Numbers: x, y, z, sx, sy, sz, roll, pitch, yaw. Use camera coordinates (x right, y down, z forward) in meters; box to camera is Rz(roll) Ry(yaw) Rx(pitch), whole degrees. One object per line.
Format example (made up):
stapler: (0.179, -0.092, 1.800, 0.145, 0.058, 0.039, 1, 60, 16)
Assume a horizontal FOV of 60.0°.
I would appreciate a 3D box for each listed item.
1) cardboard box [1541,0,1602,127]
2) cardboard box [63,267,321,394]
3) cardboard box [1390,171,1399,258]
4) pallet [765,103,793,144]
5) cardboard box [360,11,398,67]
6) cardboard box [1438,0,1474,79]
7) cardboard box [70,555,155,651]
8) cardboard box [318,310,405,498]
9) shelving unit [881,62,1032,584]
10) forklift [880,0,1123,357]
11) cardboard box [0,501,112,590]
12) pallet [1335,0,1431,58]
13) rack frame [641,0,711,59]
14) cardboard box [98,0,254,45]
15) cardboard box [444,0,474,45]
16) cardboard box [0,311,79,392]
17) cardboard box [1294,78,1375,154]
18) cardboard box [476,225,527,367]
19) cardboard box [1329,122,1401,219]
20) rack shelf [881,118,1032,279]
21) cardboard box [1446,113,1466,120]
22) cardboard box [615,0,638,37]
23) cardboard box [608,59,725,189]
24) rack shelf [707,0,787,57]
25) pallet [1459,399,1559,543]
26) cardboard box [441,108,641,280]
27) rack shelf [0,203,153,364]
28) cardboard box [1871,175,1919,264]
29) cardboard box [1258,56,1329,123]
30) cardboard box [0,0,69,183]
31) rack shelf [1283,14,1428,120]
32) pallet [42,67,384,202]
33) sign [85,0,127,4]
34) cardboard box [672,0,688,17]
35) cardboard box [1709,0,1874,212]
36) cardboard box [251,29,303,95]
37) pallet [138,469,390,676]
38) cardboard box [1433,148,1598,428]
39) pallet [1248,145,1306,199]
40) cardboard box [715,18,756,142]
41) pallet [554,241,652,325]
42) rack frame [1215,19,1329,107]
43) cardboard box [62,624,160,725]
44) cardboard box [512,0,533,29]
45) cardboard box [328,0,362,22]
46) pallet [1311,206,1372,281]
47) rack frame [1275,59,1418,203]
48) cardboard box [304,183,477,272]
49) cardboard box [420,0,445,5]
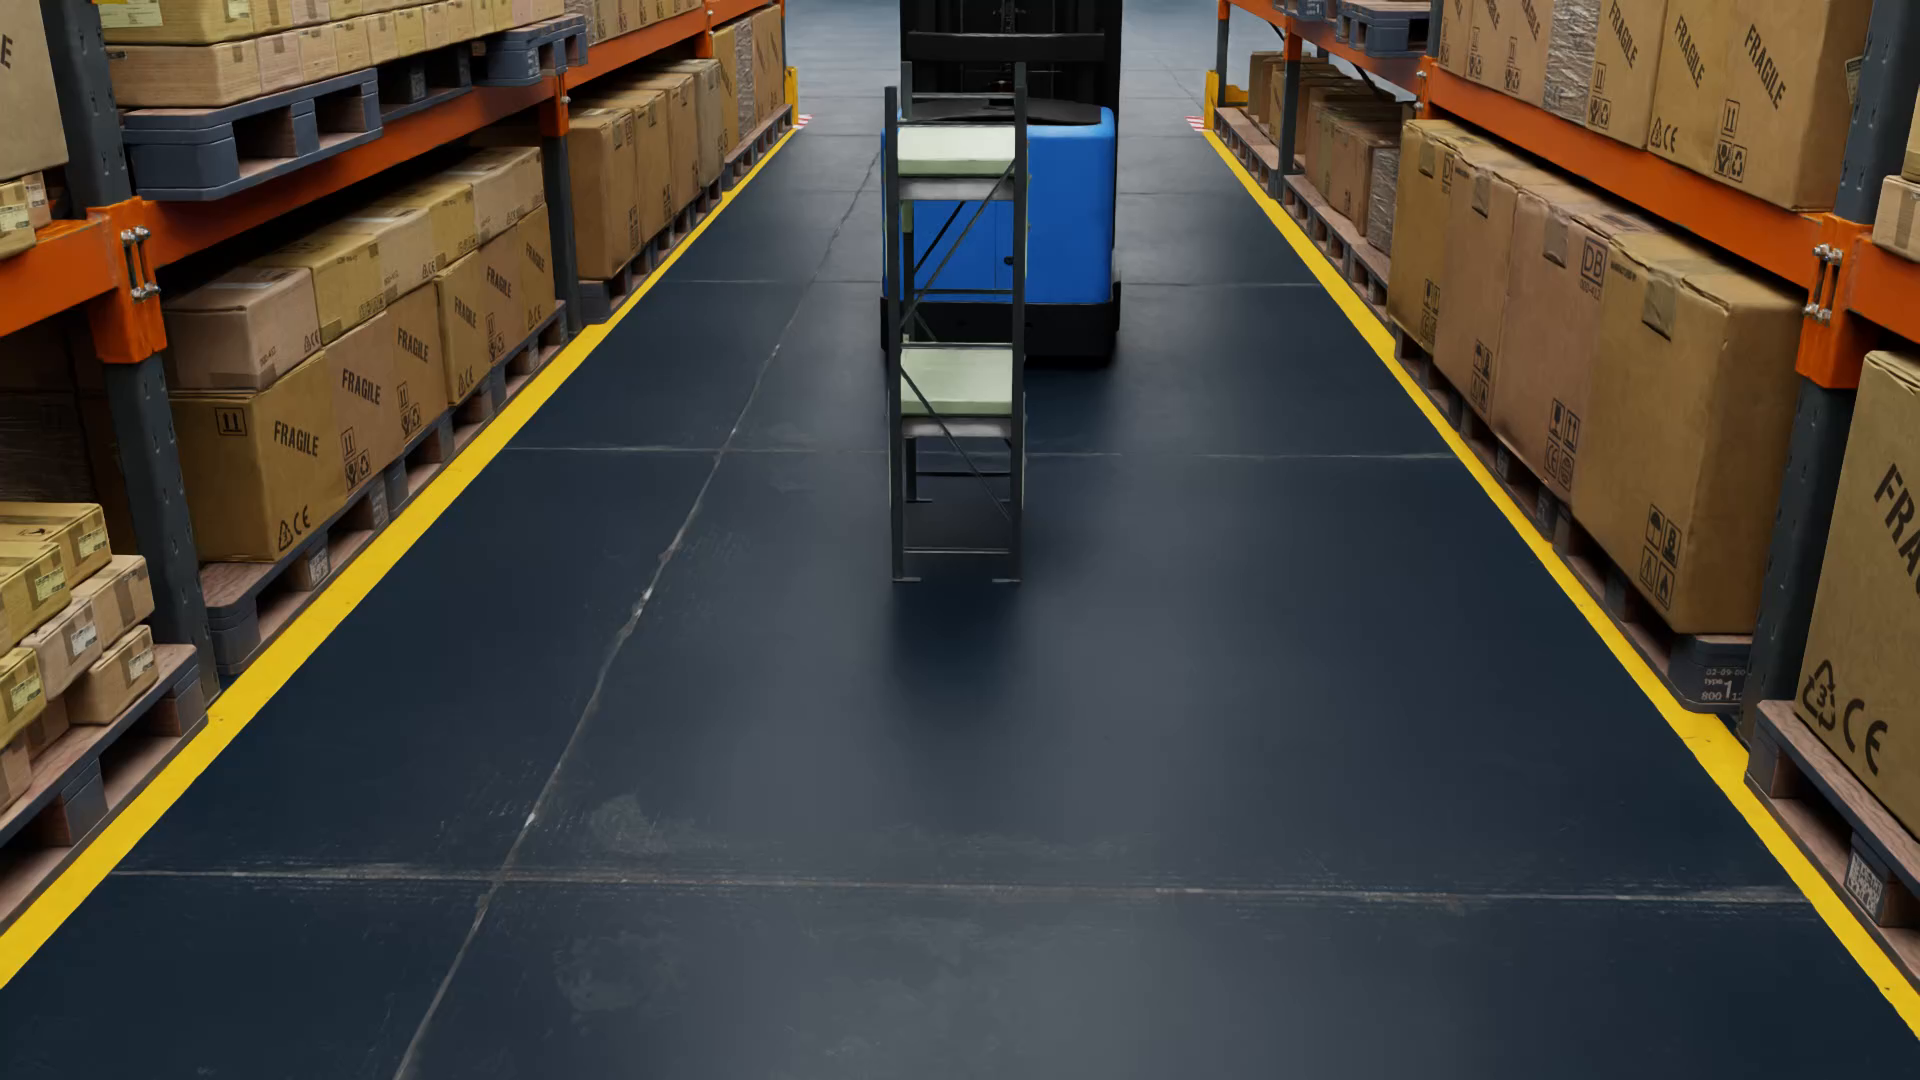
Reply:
cardboard box: (2.268, -1.642, 5.477, 0.500, 0.500, 0.500, 1, 21, 2)
cardboard box: (-2.192, -0.610, 4.793, 0.500, 0.250, 0.500, 0, 21, -1)
cardboard box: (2.598, -1.603, 8.361, 0.700, 0.500, 0.500, 0, 21, -1)
pallet: (-2.060, -3.715, 14.811, 1.003, 0.211, 1.213, 1, 21, 2)
cardboard box: (-1.977, -1.555, 5.157, 0.380, 0.149, 0.250, 0, 21, -1)
cardboard box: (2.311, -2.195, 6.901, 0.500, 0.500, 0.500, 1, 21, 3)
cardboard box: (-2.171, 0.146, 3.955, 0.380, 0.149, 0.250, 1, 21, 3)
cardboard box: (-2.177, -0.452, 5.422, 0.500, 0.500, 0.500, 2, 21, 4)
shelving unit: (0.000, -0.702, 5.264, 0.431, 1.500, 0.755, 1, 21, 2)
forklift: (0.268, -2.676, 8.374, 1.130, 2.935, 3.031, 2, 21, 4)
cardboard box: (-2.229, 0.022, 3.864, 0.380, 0.149, 0.250, 1, 21, 3)
pallet: (2.513, -2.490, 8.066, 1.213, 0.211, 1.003, 1, 21, 2)
rack frame: (-2.235, -3.858, 11.326, 1.000, 3.000, 0.127, 1, 21, 2)
cardboard box: (-2.007, -1.320, 4.141, 0.380, 0.149, 0.250, 1, 21, 2)
cardboard box: (-1.957, -1.844, 5.900, 0.380, 0.149, 0.250, 1, 21, 3)
cardboard box: (-2.709, -0.618, 4.813, 0.500, 0.250, 0.500, 0, 21, 0)
cardboard box: (2.781, -3.149, 12.373, 0.500, 0.500, 0.500, 8, 22, 19)
cardboard box: (-2.135, -1.014, 6.871, 0.500, 0.500, 0.500, 1, 21, 4)
cardboard box: (2.629, -2.211, 9.927, 0.700, 0.500, 0.500, -1, 21, -3)
rack shelf: (0.000, -1.065, 5.123, 0.431, 0.370, 0.720, 1, 21, 2)
cardboard box: (2.588, -1.953, 8.226, 0.500, 0.250, 0.500, 1, 21, 4)
cardboard box: (-2.045, -2.984, 8.935, 0.500, 0.500, 0.500, 1, 21, 2)
cardboard box: (-2.164, -2.780, 11.076, 1.050, 0.750, 0.750, 1, 21, 1)
rack shelf: (-2.175, -4.246, 13.320, 1.077, 0.370, 4.000, 1, 21, 2)
pallet: (2.458, -0.297, 6.002, 1.003, 0.211, 1.213, 1, 21, 2)
cardboard box: (-2.249, -1.778, 8.495, 1.050, 0.750, 0.750, 0, 21, 1)
rack shelf: (-2.540, 0.093, 2.138, 1.077, 0.370, 4.000, 1, 21, 2)
cardboard box: (2.134, -0.654, 3.416, 0.380, 0.149, 0.250, 1, 21, 2)
cardboard box: (2.821, -3.802, 14.055, 0.500, 0.500, 0.500, 6, 22, 16)
cardboard box: (-2.211, -0.973, 3.341, 0.500, 0.500, 0.500, 1, 21, 2)
rack shelf: (2.658, -2.709, 9.358, 1.077, 0.370, 4.000, 1, 21, 2)
pallet: (-2.310, -1.151, 4.614, 1.003, 0.211, 1.213, 1, 21, 2)
sign: (-1.936, -1.366, 3.706, 0.100, 0.325, 0.005, 1, 21, 2)
cardboard box: (-2.000, -3.531, 10.343, 0.500, 0.500, 0.500, 0, 21, 1)
cardboard box: (2.217, -1.093, 4.062, 0.500, 0.500, 0.500, 1, 21, 2)
cardboard box: (-2.004, -1.282, 4.453, 0.380, 0.149, 0.250, 1, 21, 2)
pallet: (-2.457, 0.053, 5.101, 1.003, 0.211, 1.213, 1, 21, 2)
cardboard box: (2.521, -0.955, 6.199, 1.225, 0.875, 0.875, 1, 21, 2)
pallet: (2.704, -2.710, 12.223, 1.003, 0.211, 1.213, 1, 21, 2)
cardboard box: (-2.123, -3.616, 13.059, 0.875, 0.875, 0.875, 1, 21, 2)
pallet: (-2.258, -1.396, 8.836, 1.003, 0.211, 1.213, 1, 21, 2)
rack frame: (2.841, -5.213, 14.819, 1.000, 3.000, 0.127, 1, 21, 2)
cardboard box: (-2.150, 0.313, 3.936, 0.380, 0.149, 0.250, 1, 21, 2)
cardboard box: (-1.929, -2.125, 6.624, 0.380, 0.149, 0.250, 1, 21, 3)
cardboard box: (-1.986, -1.602, 4.865, 0.380, 0.149, 0.250, 0, 21, -1)
pallet: (2.663, -1.743, 9.730, 1.003, 0.211, 1.213, 1, 21, 2)
rack frame: (2.719, -3.767, 11.091, 1.000, 3.000, 0.127, 1, 21, 2)
cardboard box: (-2.152, -1.176, 6.250, 0.500, 0.250, 0.500, 1, 21, 3)
cardboard box: (-1.962, -1.886, 5.598, 0.380, 0.149, 0.250, 0, 21, 1)
